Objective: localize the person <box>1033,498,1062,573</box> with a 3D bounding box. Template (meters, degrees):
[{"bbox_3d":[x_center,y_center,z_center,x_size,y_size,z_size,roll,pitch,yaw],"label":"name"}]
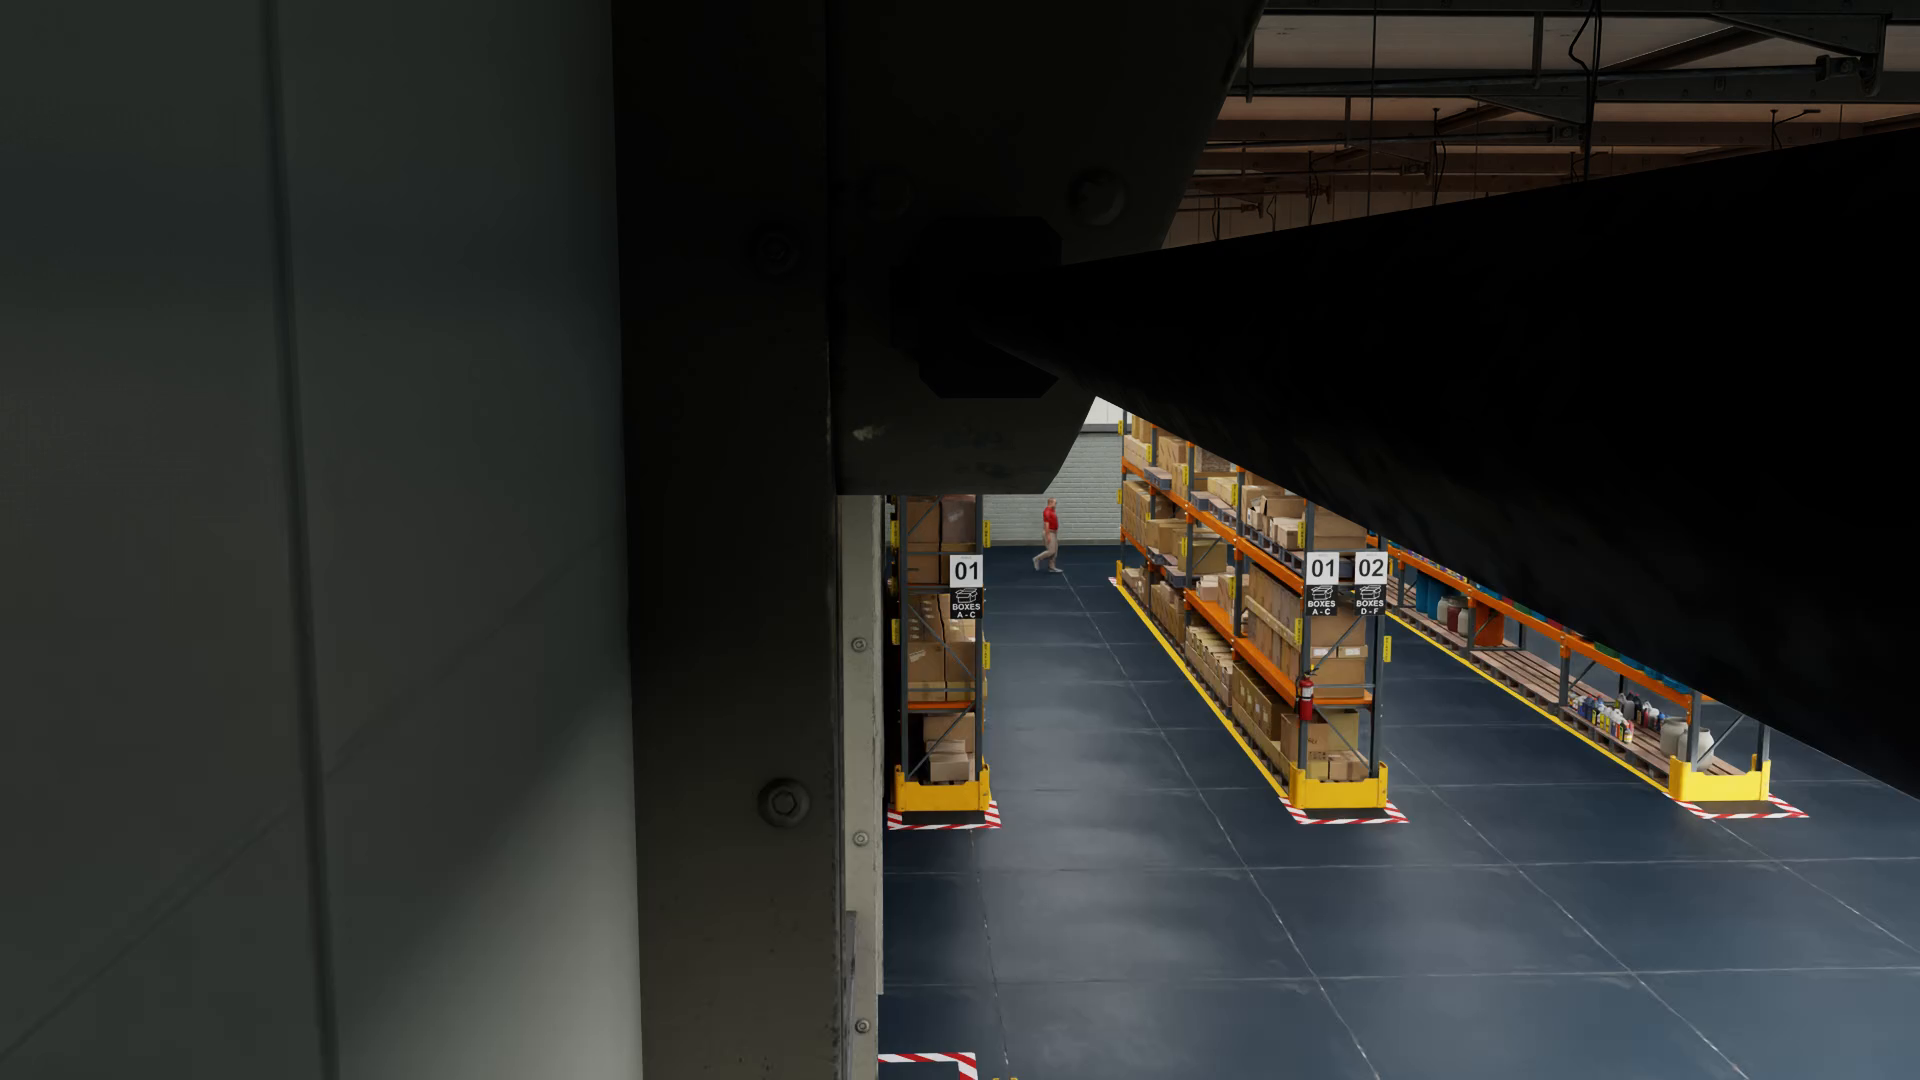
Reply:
[{"bbox_3d":[1.998,-0.107,37.832,0.640,1.717,0.588,2,9,15],"label":"person"}]
